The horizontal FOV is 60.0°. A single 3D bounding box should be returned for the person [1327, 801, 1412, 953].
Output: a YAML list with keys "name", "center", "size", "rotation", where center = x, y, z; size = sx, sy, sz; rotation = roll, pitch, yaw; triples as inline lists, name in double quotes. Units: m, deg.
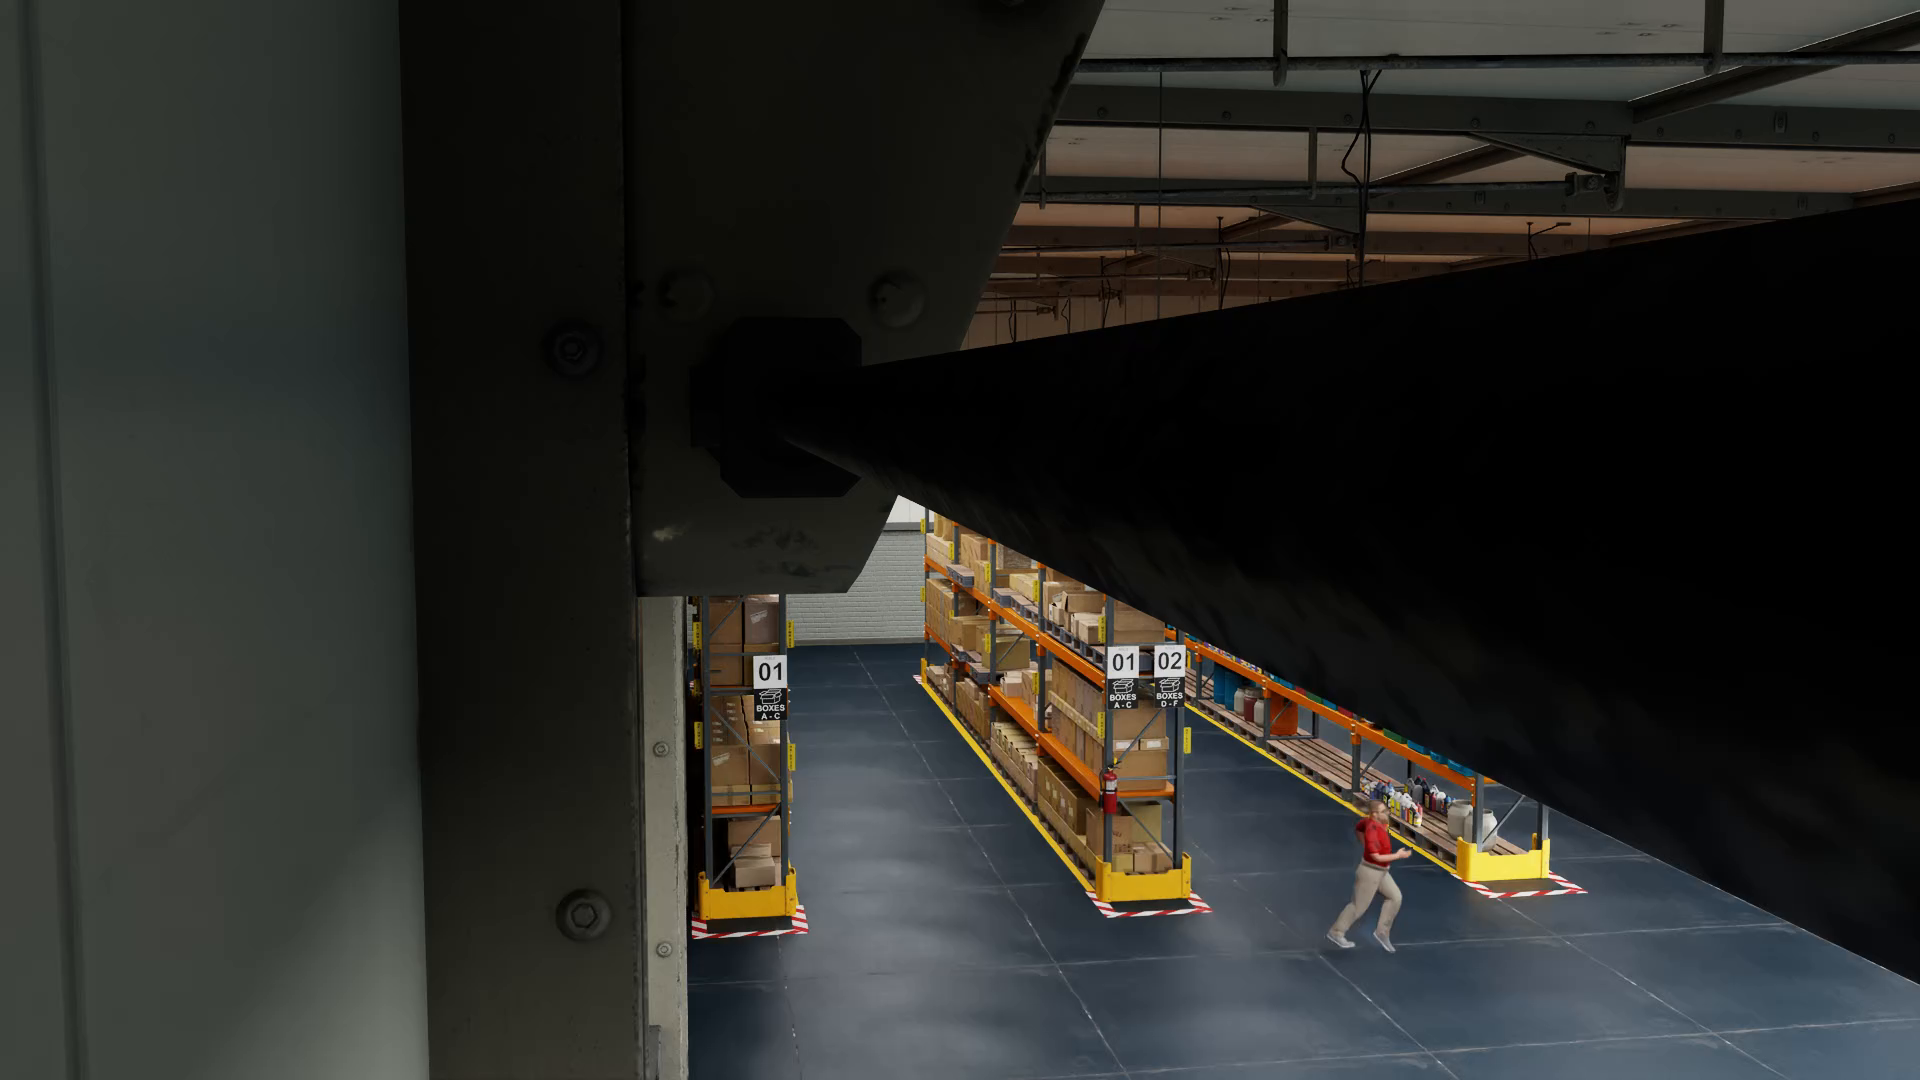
- name: "person"
  center: [4.659, 3.824, 18.861]
  size: [0.911, 1.777, 0.673]
  rotation: [2, 5, 23]
